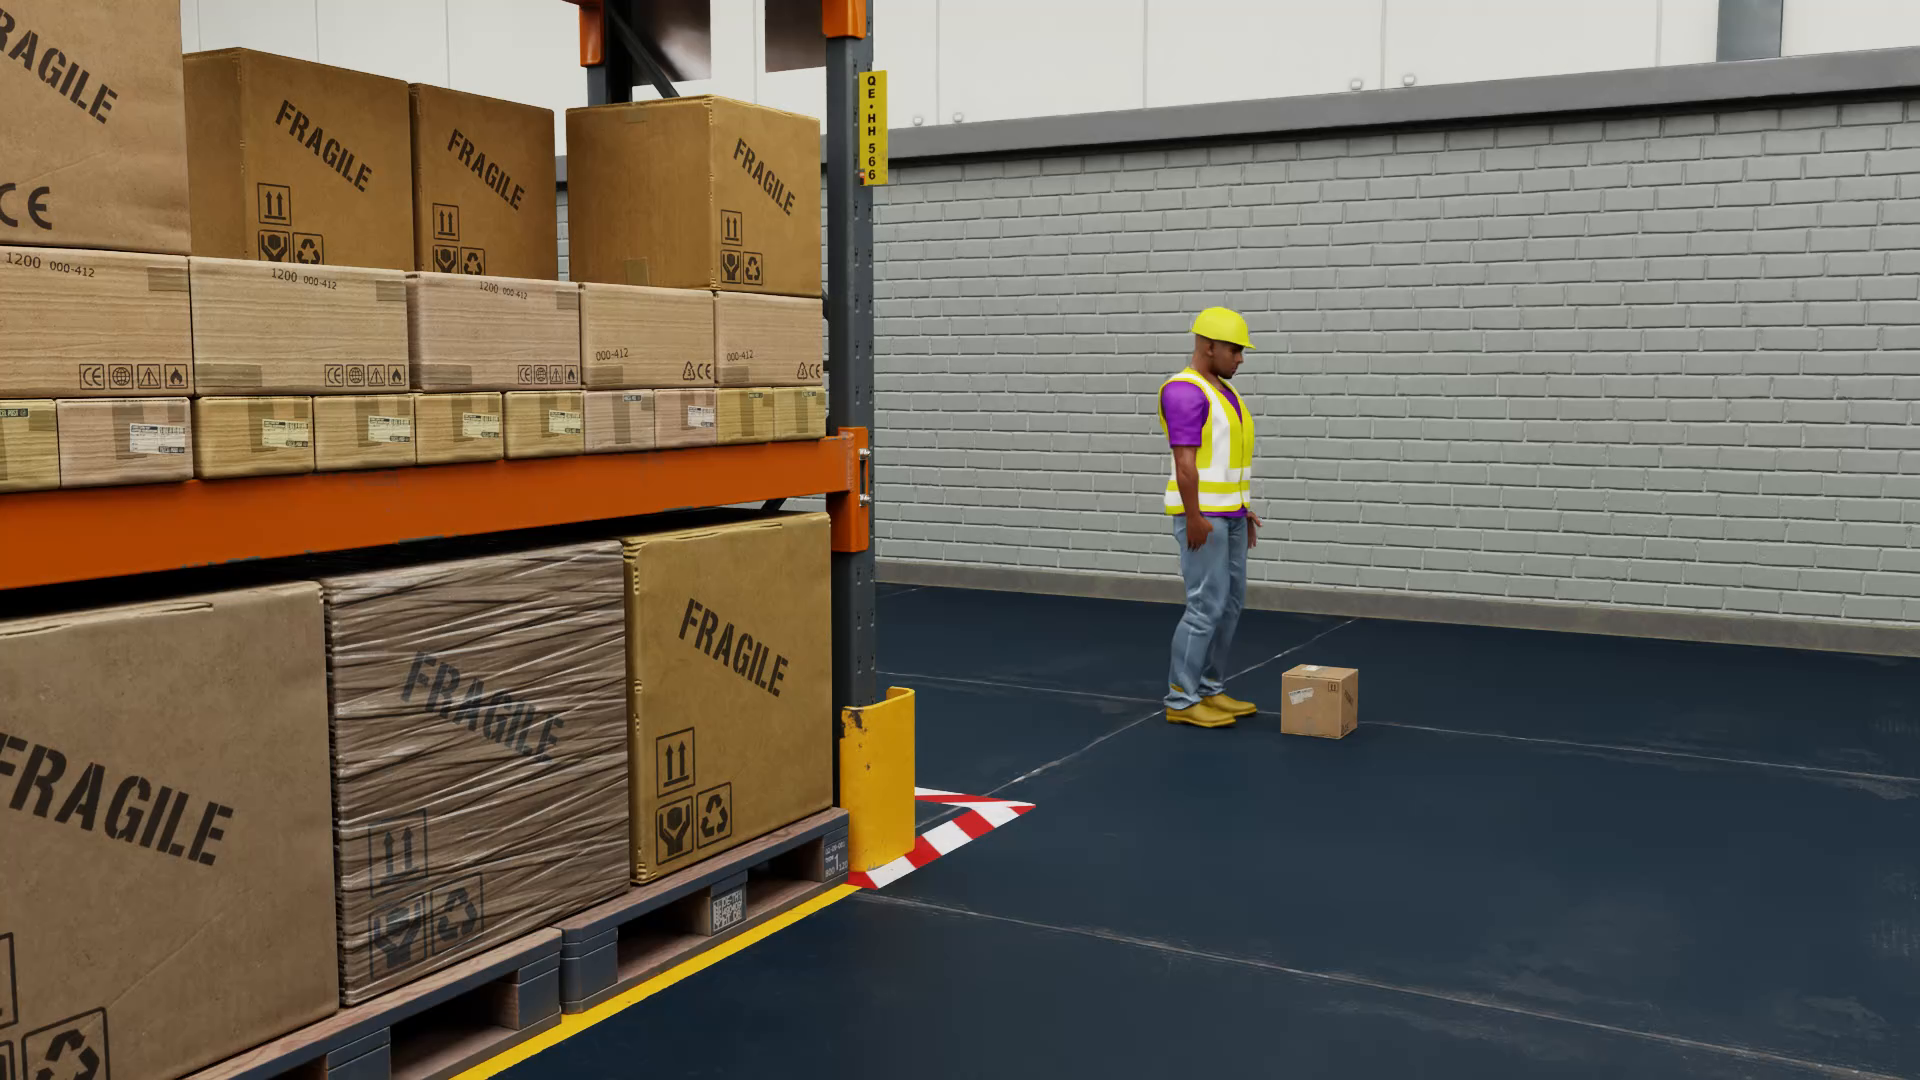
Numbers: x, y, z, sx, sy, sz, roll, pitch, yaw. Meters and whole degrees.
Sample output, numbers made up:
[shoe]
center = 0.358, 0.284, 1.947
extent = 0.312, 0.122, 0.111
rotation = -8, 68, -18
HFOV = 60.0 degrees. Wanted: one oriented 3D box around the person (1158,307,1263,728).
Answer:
[person]
center = 1.071, -0.107, 7.090
extent = 0.368, 1.758, 0.569
rotation = 3, 7, 30
